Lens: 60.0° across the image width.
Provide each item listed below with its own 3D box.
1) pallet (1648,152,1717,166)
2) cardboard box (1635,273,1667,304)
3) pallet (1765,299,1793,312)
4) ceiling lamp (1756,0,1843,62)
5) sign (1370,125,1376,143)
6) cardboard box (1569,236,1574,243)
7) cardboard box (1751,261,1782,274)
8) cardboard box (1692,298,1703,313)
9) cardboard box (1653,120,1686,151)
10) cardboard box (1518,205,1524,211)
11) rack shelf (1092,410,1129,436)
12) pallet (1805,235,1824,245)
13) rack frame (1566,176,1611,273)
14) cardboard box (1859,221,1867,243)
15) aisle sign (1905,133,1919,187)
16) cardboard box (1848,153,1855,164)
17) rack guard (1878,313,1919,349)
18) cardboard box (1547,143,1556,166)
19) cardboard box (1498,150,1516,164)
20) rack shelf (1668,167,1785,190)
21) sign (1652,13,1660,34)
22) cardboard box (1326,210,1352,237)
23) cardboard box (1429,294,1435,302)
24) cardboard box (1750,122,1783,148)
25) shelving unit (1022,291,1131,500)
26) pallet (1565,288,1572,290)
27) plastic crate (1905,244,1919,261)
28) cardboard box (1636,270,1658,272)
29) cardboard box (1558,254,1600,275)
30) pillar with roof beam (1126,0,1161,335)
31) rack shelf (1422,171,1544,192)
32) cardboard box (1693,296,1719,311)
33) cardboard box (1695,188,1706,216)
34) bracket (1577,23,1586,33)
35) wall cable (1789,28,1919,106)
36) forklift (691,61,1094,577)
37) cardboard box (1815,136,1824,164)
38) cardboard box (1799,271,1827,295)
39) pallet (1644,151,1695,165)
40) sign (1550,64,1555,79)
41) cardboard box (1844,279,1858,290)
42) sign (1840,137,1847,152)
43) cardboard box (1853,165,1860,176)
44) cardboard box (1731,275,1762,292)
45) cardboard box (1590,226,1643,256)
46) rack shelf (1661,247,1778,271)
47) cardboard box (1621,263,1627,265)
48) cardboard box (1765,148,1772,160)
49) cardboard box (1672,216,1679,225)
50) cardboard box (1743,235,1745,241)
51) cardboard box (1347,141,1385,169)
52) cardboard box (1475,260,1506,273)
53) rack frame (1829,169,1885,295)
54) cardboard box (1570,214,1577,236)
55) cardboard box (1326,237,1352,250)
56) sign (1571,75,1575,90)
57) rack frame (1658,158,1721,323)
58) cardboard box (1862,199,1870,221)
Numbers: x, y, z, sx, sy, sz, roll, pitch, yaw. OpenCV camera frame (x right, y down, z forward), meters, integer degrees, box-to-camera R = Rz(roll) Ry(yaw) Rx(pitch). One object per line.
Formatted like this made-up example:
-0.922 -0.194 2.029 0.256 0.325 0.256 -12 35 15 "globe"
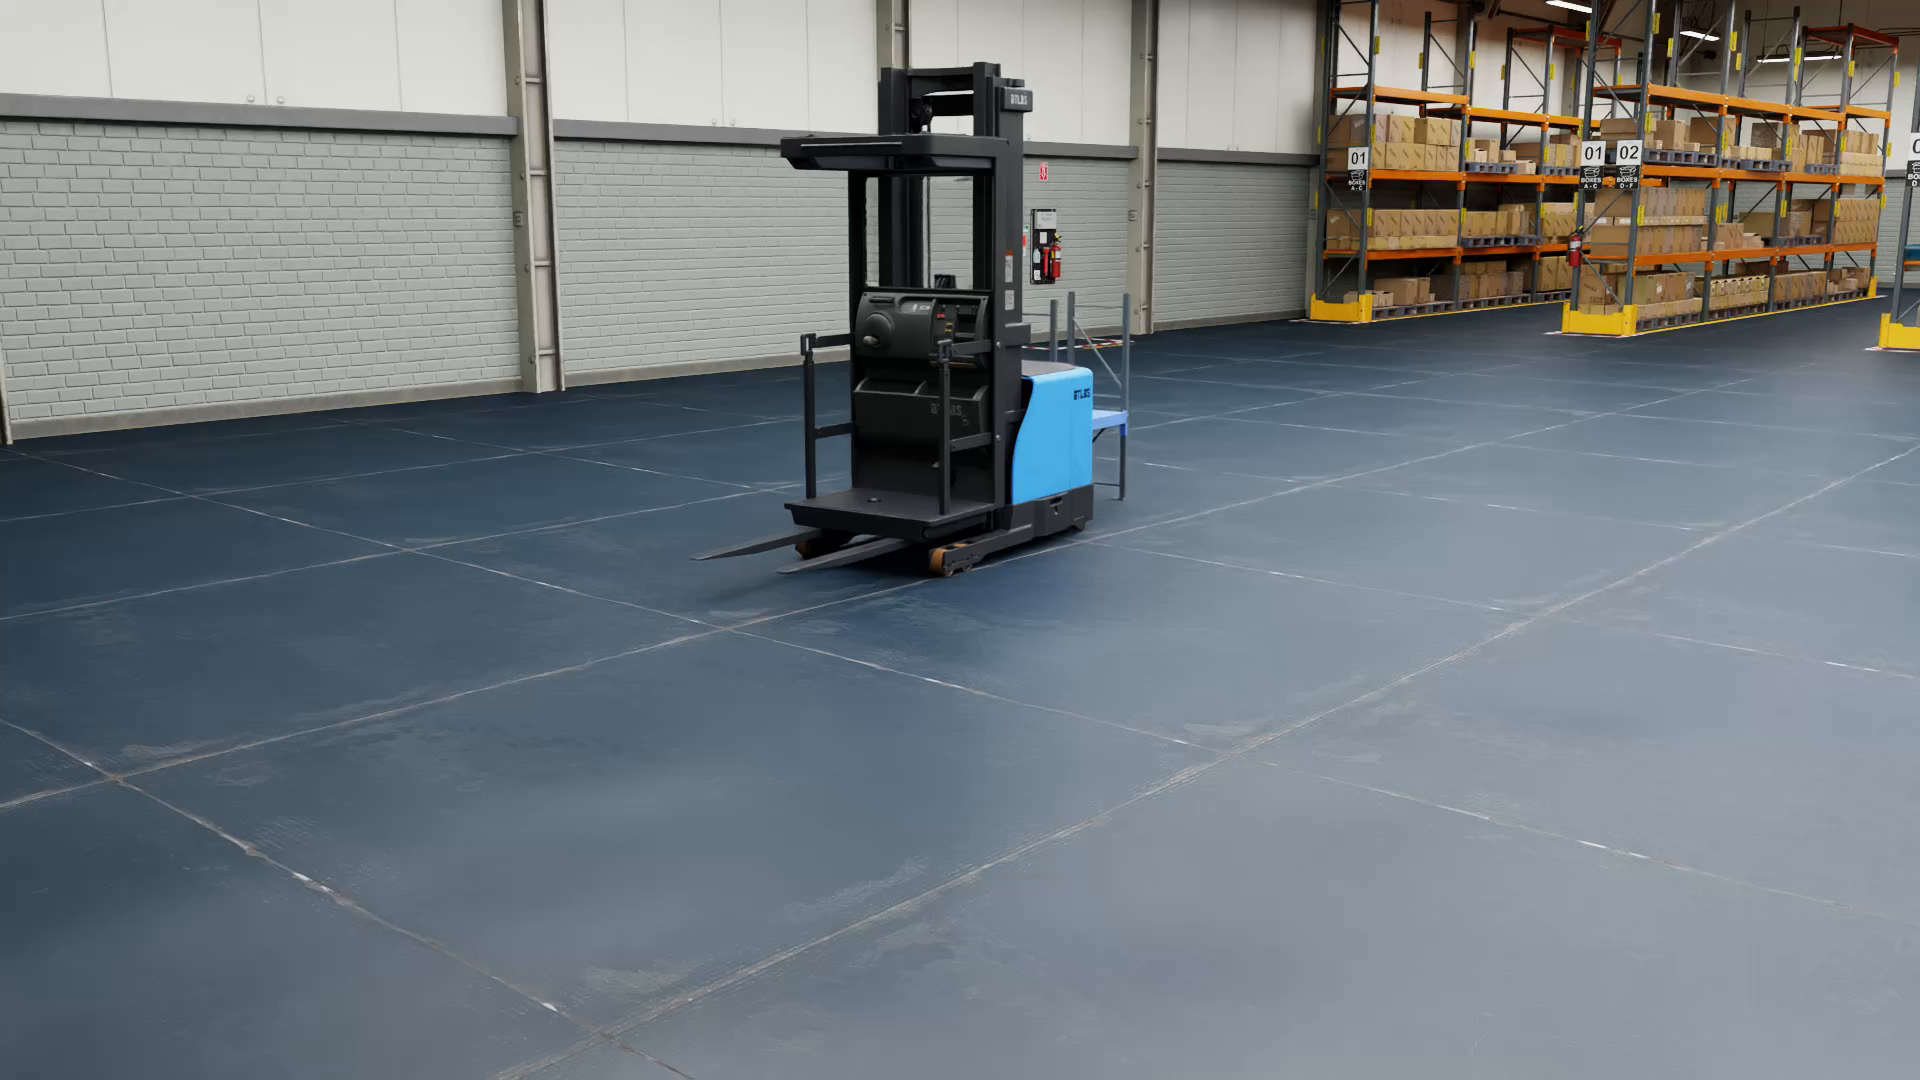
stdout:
13.018 -6.898 30.159 1.003 0.211 1.213 10 15 40 "pallet"
12.091 -4.436 29.294 0.500 0.500 0.500 10 15 40 "cardboard box"
16.723 -4.926 34.834 1.003 0.211 1.213 10 15 40 "pallet"
21.428 -13.878 42.315 2.000 3.185 0.800 10 15 40 "ceiling lamp"
7.605 -7.481 30.616 0.100 0.325 0.005 10 15 40 "sign"
14.053 -6.998 38.680 0.380 0.149 0.250 10 15 42 "cardboard box"
17.349 -5.874 35.805 0.500 0.250 0.500 9 15 39 "cardboard box"
13.420 -4.361 30.834 0.500 0.250 0.500 10 15 40 "cardboard box"
12.223 -7.015 28.830 0.500 0.500 0.500 10 15 40 "cardboard box"
12.273 -7.356 36.849 0.380 0.149 0.250 7 14 33 "cardboard box"
0.720 -0.796 11.785 0.538 0.185 1.000 7 14 33 "rack shelf"
18.233 -6.579 36.483 1.003 0.211 1.213 10 15 40 "pallet"
15.119 -7.417 40.186 1.000 3.000 0.127 10 15 40 "rack frame"
20.718 -7.164 38.664 0.500 0.500 0.500 10 15 41 "cardboard box"
14.369 -5.673 24.818 0.394 0.787 0.004 10 15 40 "aisle sign"
19.679 -8.532 37.221 0.500 0.250 0.500 10 15 40 "cardboard box"
14.654 -3.162 25.264 1.175 0.500 0.348 10 15 40 "rack guard"
13.066 -8.727 37.711 0.700 0.500 0.500 9 14 37 "cardboard box"
11.553 -8.181 36.038 0.637 0.503 0.797 -10 15 -40 "cardboard box"
14.882 -7.012 32.339 1.077 0.370 4.000 10 15 40 "rack shelf"
11.334 -8.416 27.084 0.100 0.325 0.005 10 15 40 "sign"
7.349 -6.052 31.770 0.500 0.500 0.500 10 15 40 "cardboard box"
9.507 -4.983 34.114 0.380 0.166 0.250 7 14 33 "cardboard box"
16.495 -8.262 33.951 0.500 0.500 0.500 10 15 40 "cardboard box"
0.721 -0.972 11.750 0.538 1.500 1.048 7 14 33 "shelving unit"
14.666 -5.926 39.842 1.003 0.211 1.213 10 15 40 "pallet"
14.745 -4.410 25.510 0.499 0.251 0.616 10 15 40 "plastic crate"
12.696 -4.723 30.731 0.500 0.500 0.500 10 15 40 "cardboard box"
14.788 -6.456 39.792 0.750 0.750 0.750 10 15 41 "cardboard box"
6.283 -7.368 24.628 9.100 9.000 0.400 10 15 40 "pillar with roof beam"
11.158 -7.652 35.543 1.077 0.370 4.000 10 15 40 "rack shelf"
14.014 -4.485 31.454 0.500 0.250 0.500 9 15 39 "cardboard box"
13.273 -6.219 30.621 0.700 0.500 0.500 10 15 41 "cardboard box"
14.924 -12.231 39.786 0.235 0.232 0.430 10 15 40 "bracket"
23.793 -12.337 44.538 3.097 2.526 0.112 10 15 40 "wall cable"
-0.352 -1.329 9.884 1.130 2.935 3.031 8 14 33 "forklift"
18.455 -8.487 36.304 0.600 0.600 0.600 8 14 35 "cardboard box"
18.732 -5.657 36.634 0.500 0.500 0.500 10 15 40 "cardboard box"
12.213 -6.720 29.264 1.003 0.211 1.213 10 15 40 "pallet"
12.893 -10.198 36.208 0.100 0.325 0.005 10 15 40 "sign"
20.659 -5.985 38.914 0.500 0.250 0.500 10 15 40 "cardboard box"
19.262 -8.623 36.242 0.100 0.325 0.005 10 15 40 "sign"
20.014 -8.360 37.634 0.500 0.250 0.500 10 15 40 "cardboard box"
15.703 -5.135 33.276 0.500 0.311 0.500 9 15 39 "cardboard box"
11.239 -5.127 28.468 0.700 0.500 0.500 10 15 40 "cardboard box"
14.882 -5.541 32.632 1.077 0.370 4.000 10 15 40 "rack shelf"
16.397 -6.915 41.329 0.380 0.149 0.250 9 15 39 "cardboard box"
15.945 -7.717 33.344 0.500 0.250 0.500 8 14 36 "cardboard box"
12.531 -5.673 29.545 0.380 0.149 0.250 10 15 42 "cardboard box"
15.466 -6.038 33.511 0.500 0.311 0.500 10 15 40 "cardboard box"
7.606 -7.198 31.125 0.500 0.500 0.500 10 15 42 "cardboard box"
11.619 -5.997 36.424 0.500 0.250 0.500 10 15 41 "cardboard box"
21.483 -7.365 39.928 1.000 3.000 0.127 10 15 40 "rack frame"
14.010 -7.298 38.524 0.500 0.500 0.500 10 15 42 "cardboard box"
7.361 -5.681 31.829 0.500 0.250 0.500 10 15 41 "cardboard box"
14.718 -10.970 39.868 0.100 0.325 0.005 10 15 40 "sign"
13.562 -5.600 31.089 1.000 3.000 0.127 10 15 40 "rack frame"
20.724 -7.652 38.557 0.500 0.500 0.500 10 15 42 "cardboard box"
